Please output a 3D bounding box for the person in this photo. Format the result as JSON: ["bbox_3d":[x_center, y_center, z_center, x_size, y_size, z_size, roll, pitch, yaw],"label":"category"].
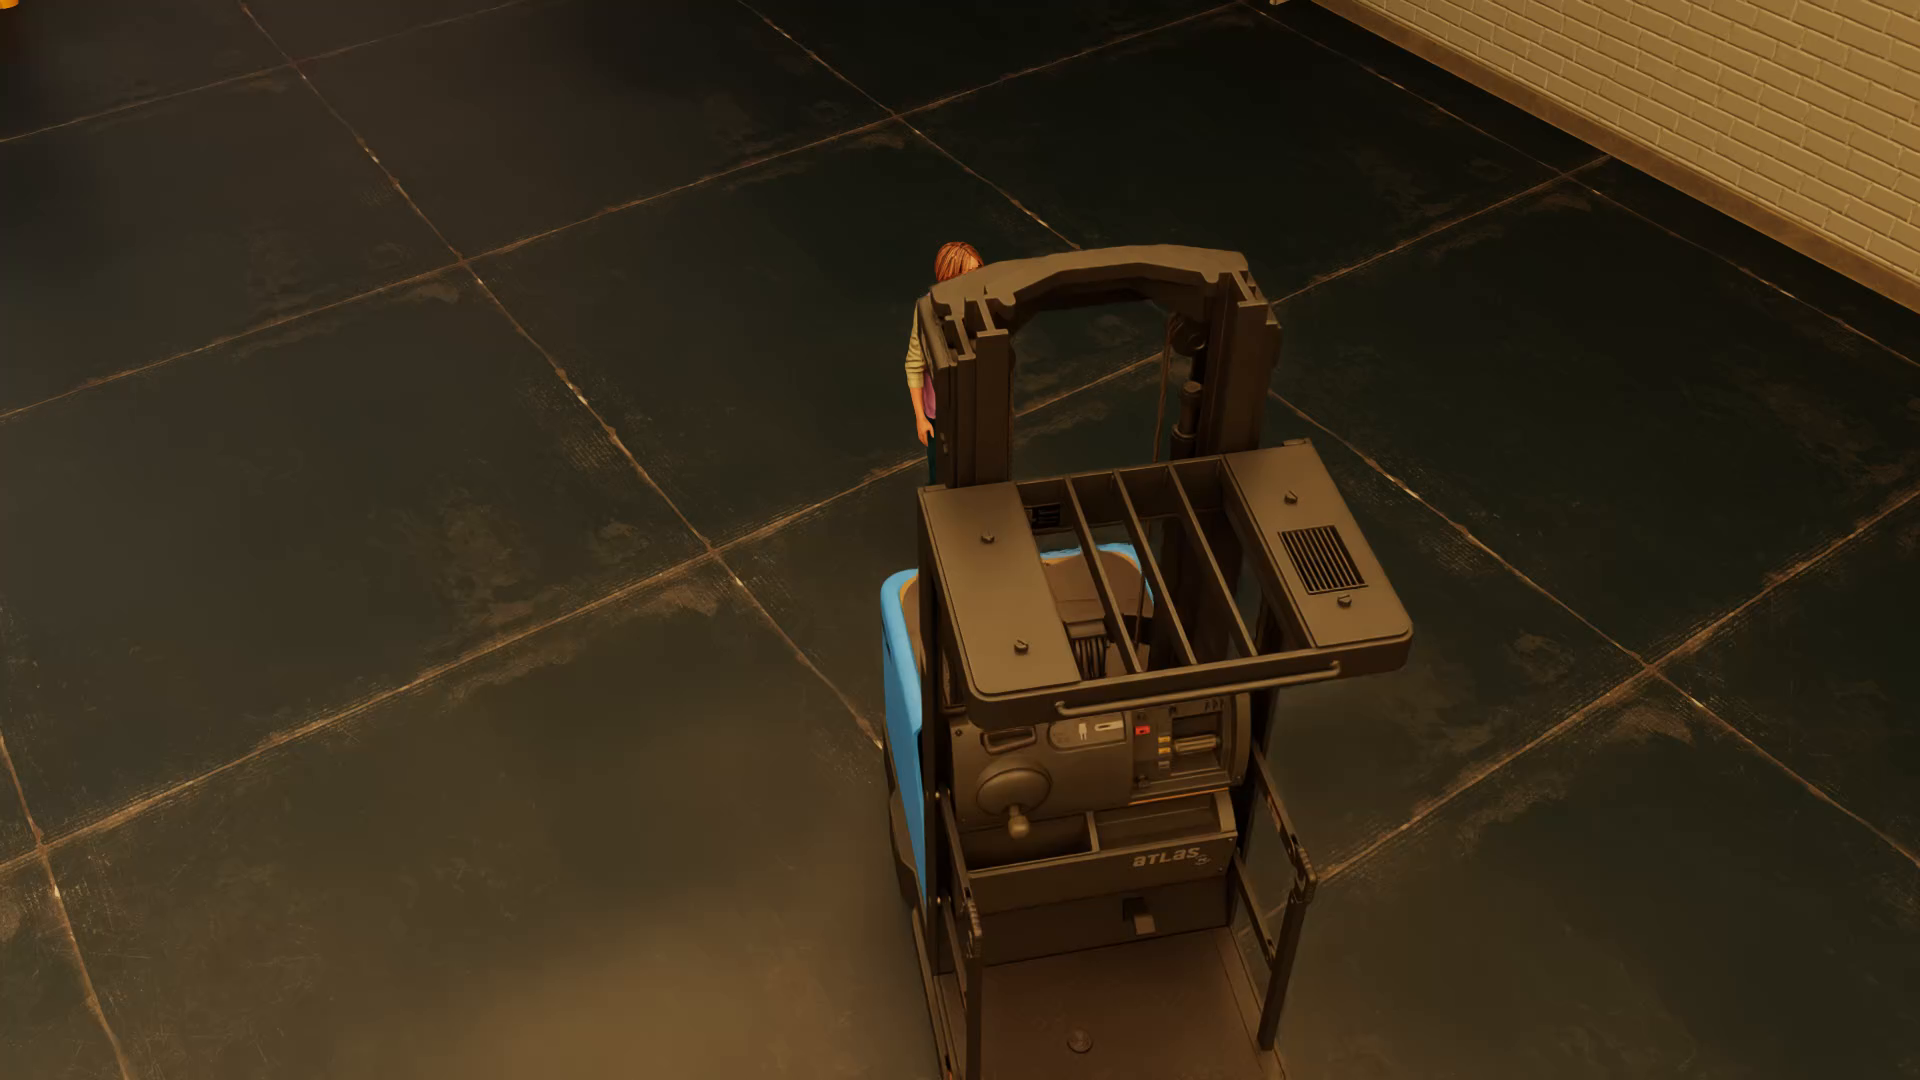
[{"bbox_3d":[0.030,-0.546,7.282,0.520,1.597,0.476,-25,48,-25],"label":"person"}]

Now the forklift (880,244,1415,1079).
[{"bbox_3d":[0.476,0.750,4.902,1.130,2.935,3.031,-8,43,-8],"label":"forklift"}]
